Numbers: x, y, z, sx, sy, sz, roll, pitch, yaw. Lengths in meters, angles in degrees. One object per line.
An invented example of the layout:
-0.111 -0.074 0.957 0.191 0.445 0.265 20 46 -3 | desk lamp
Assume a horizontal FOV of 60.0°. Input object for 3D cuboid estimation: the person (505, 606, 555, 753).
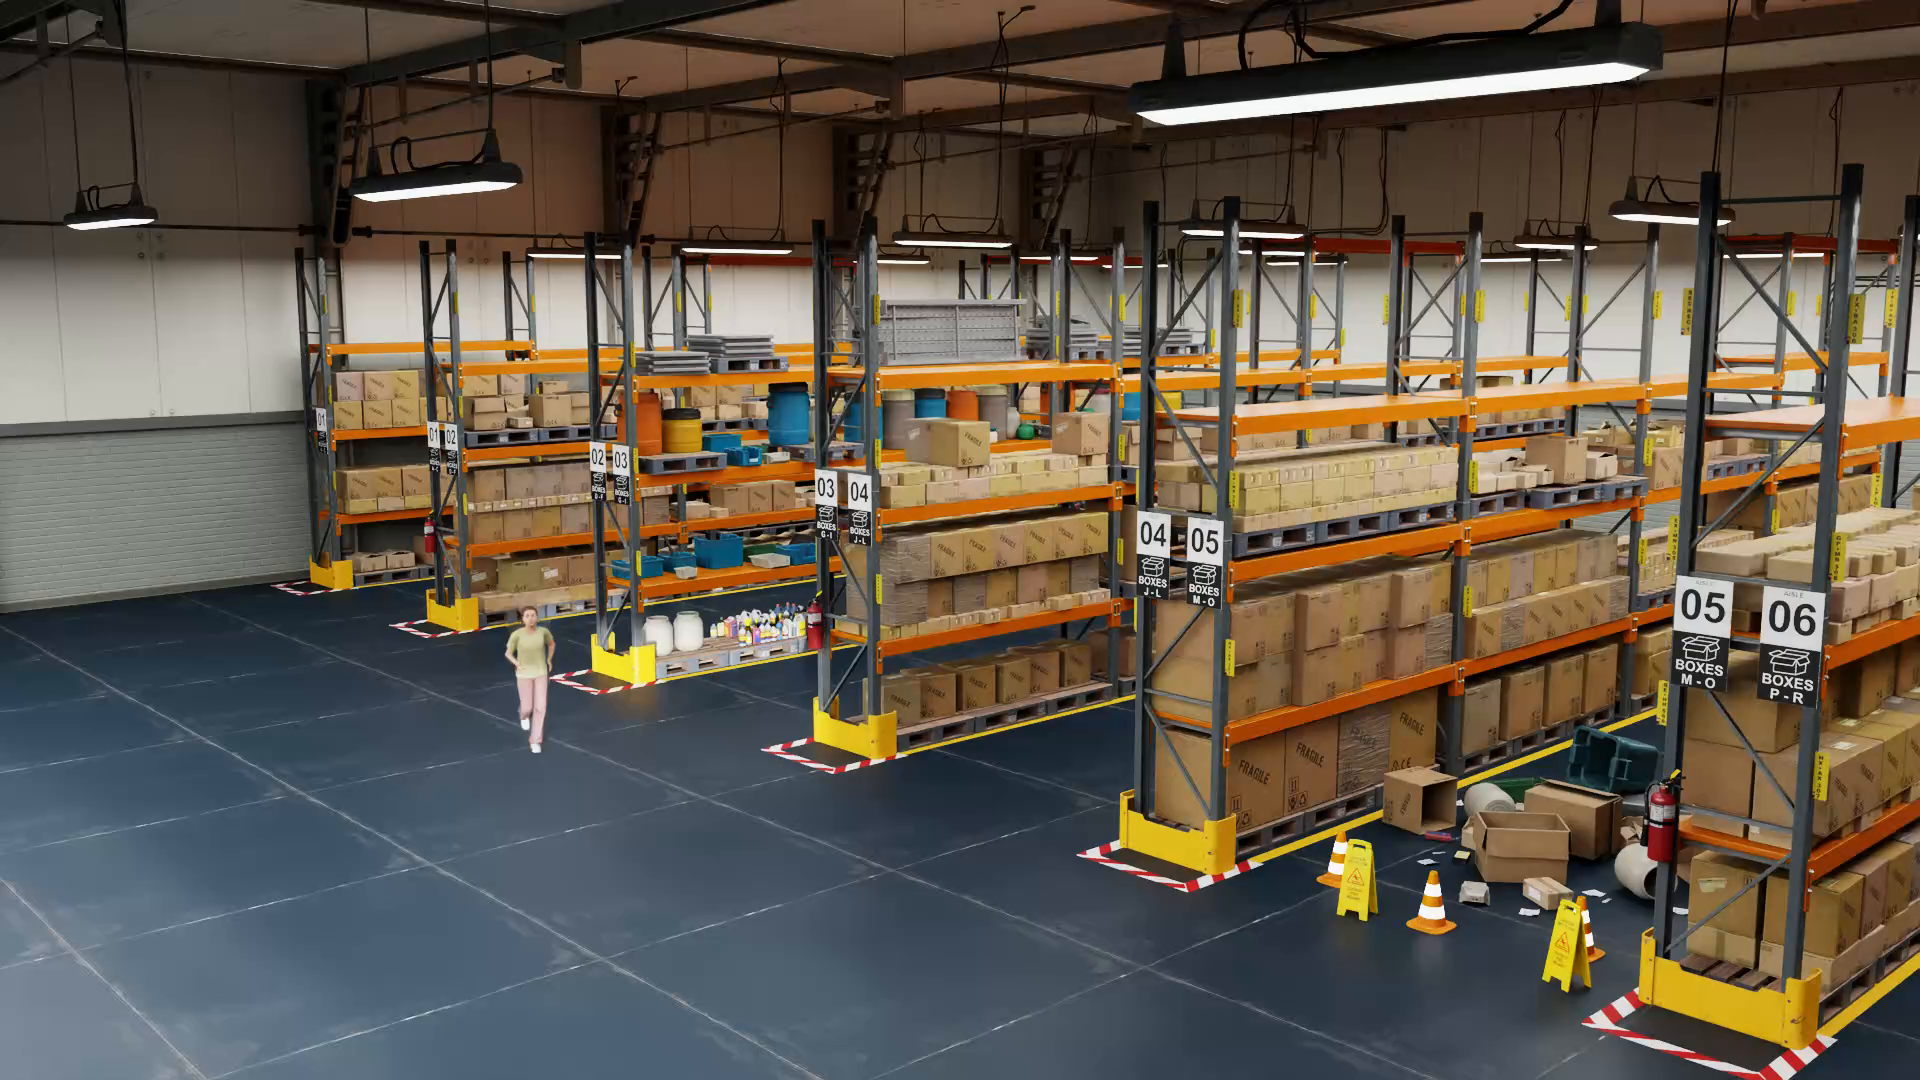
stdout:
-4.914 1.575 19.116 0.578 1.621 0.841 -3 9 -22 | person
